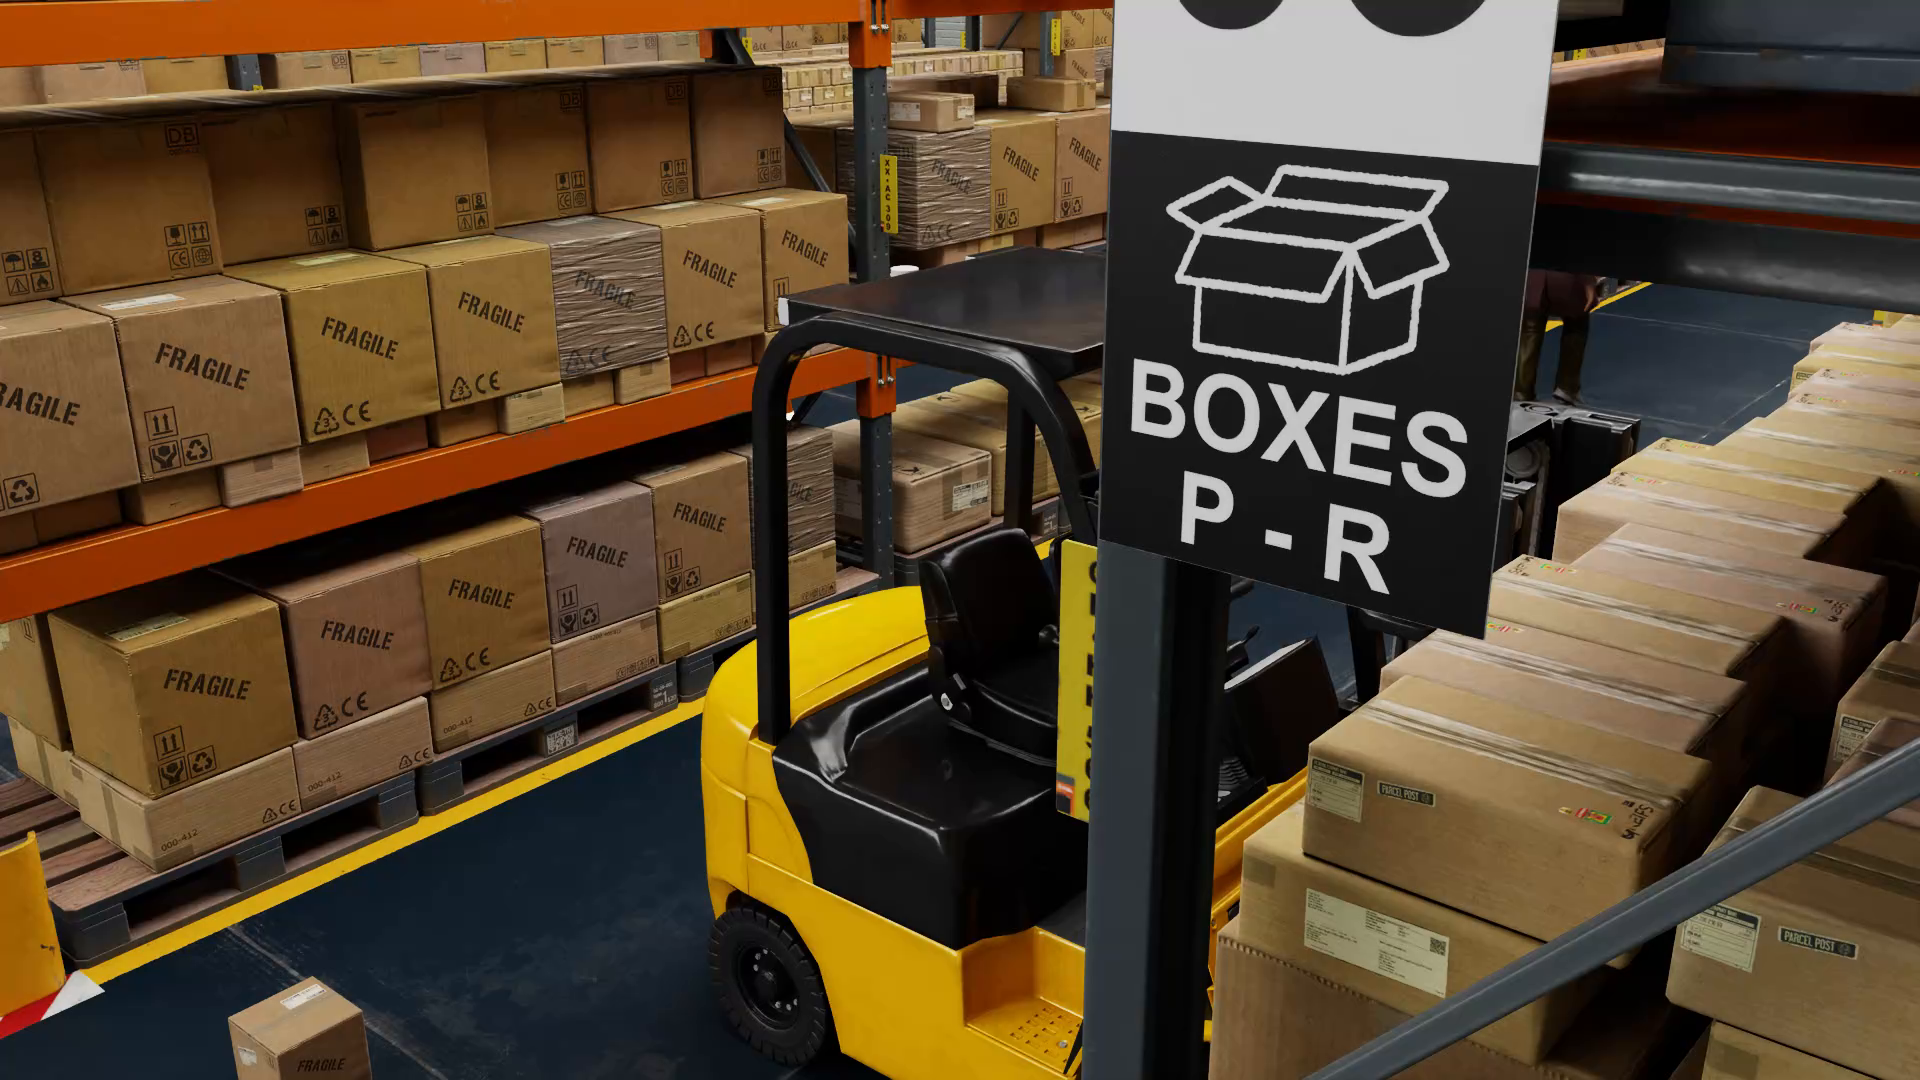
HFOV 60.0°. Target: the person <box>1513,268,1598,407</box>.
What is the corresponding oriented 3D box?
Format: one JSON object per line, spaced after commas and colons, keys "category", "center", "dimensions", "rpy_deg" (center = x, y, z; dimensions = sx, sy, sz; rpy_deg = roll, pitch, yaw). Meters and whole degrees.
{"category": "person", "center": [3.879, -1.690, 10.810], "dimensions": [0.624, 1.833, 0.754], "rpy_deg": [15, 24, 35]}
